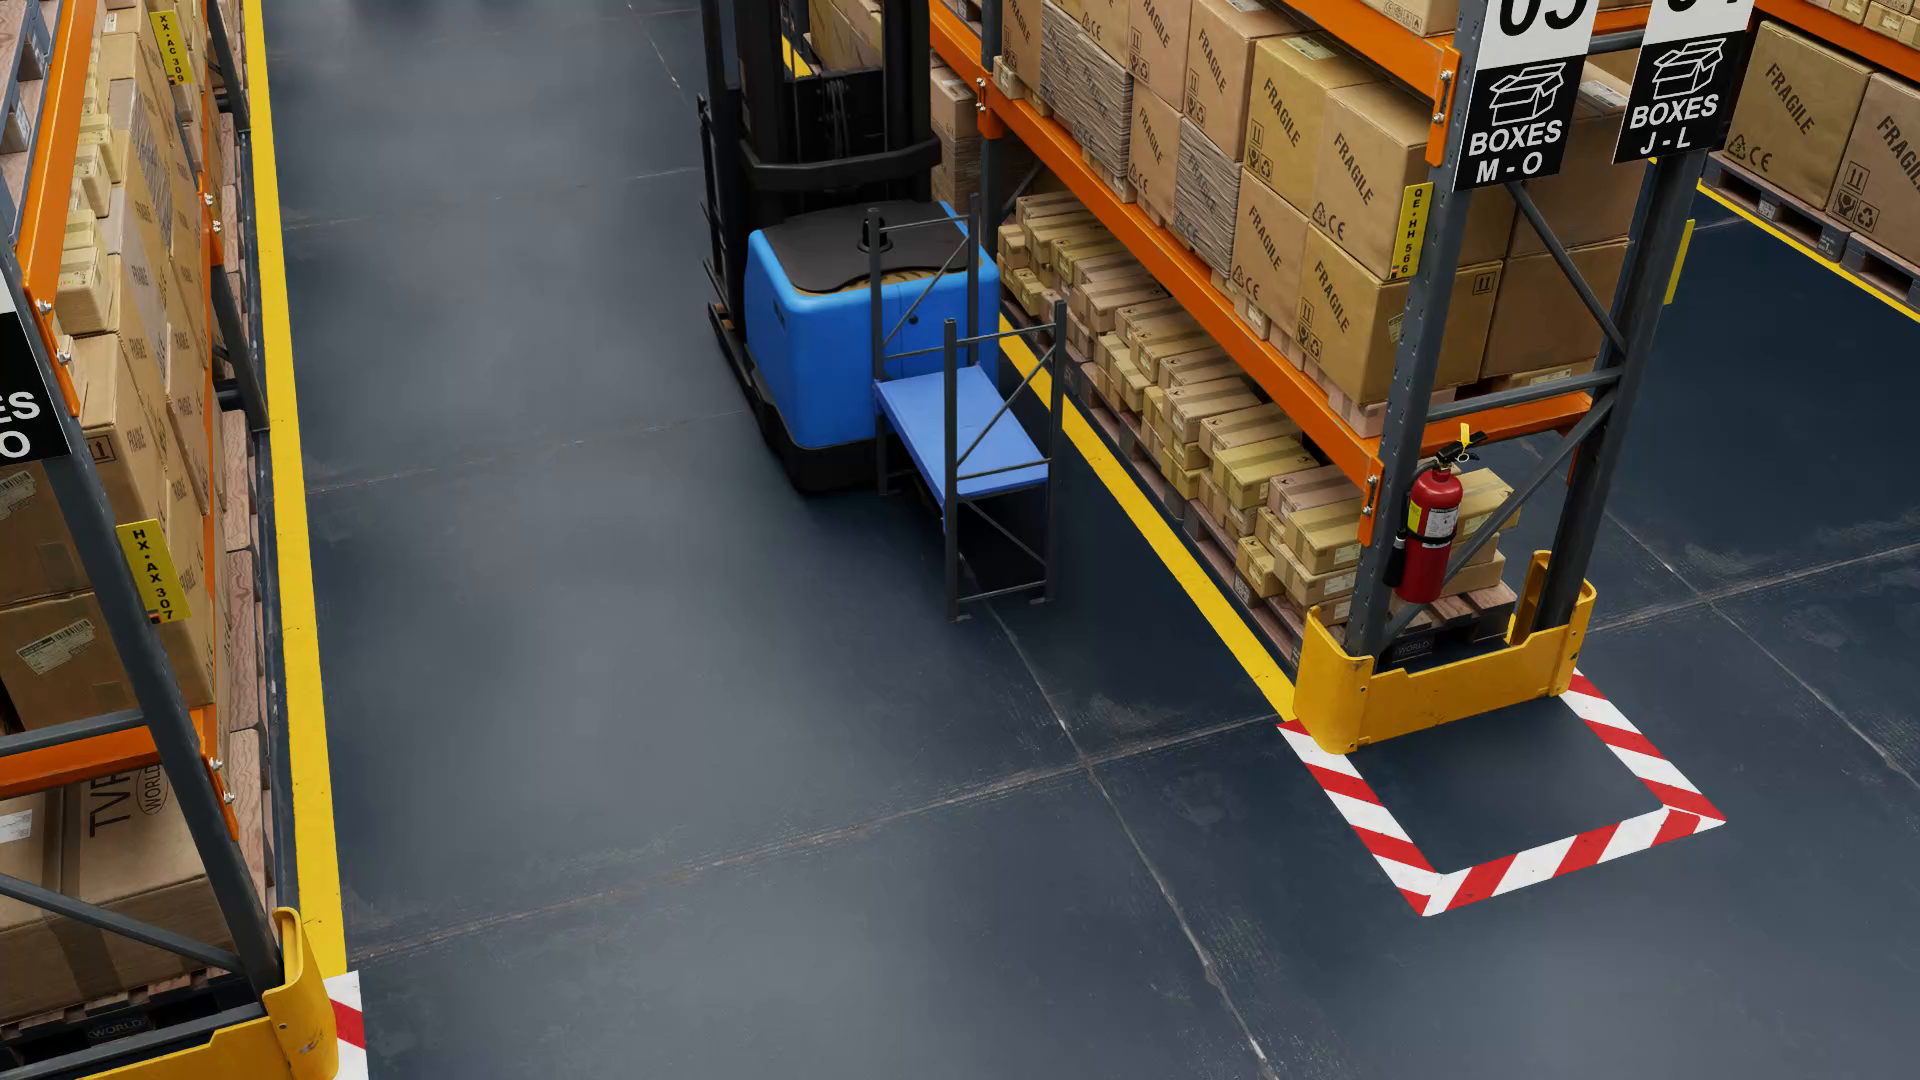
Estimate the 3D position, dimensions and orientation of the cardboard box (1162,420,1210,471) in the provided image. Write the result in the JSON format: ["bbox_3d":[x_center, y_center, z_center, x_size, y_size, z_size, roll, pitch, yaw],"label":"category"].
[{"bbox_3d":[1.159,-0.477,7.663,0.380,0.149,0.250,-12,39,-15],"label":"cardboard box"}]

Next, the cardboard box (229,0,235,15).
[{"bbox_3d":[-6.089,-4.228,12.705,0.950,0.372,0.625,-11,38,-14],"label":"cardboard box"}]

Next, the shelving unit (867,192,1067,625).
[{"bbox_3d":[0.011,-0.576,7.268,0.538,1.500,1.048,-12,39,-15],"label":"shelving unit"}]

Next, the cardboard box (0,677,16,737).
[{"bbox_3d":[-3.048,0.317,4.752,0.500,0.500,0.500,-12,39,-16],"label":"cardboard box"}]

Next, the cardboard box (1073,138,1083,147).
[{"bbox_3d":[0.781,-2.013,8.139,0.380,0.149,0.250,-14,39,-18],"label":"cardboard box"}]

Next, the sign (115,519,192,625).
[{"bbox_3d":[-2.110,0.086,4.357,0.100,0.325,0.005,-12,39,-16],"label":"sign"}]

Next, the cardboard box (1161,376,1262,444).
[{"bbox_3d":[1.144,-0.594,7.571,0.380,0.149,0.250,-11,38,-14],"label":"cardboard box"}]

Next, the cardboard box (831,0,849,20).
[{"bbox_3d":[-0.589,-3.769,11.366,0.500,0.250,0.500,-13,39,-16],"label":"cardboard box"}]

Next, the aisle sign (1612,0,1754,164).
[{"bbox_3d":[2.286,-1.566,5.175,0.394,0.787,0.004,-12,39,-16],"label":"aisle sign"}]

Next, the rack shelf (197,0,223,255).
[{"bbox_3d":[-4.698,-2.527,9.210,1.077,0.370,4.000,-12,39,-16],"label":"rack shelf"}]

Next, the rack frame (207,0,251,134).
[{"bbox_3d":[-5.386,-3.944,10.493,1.000,3.000,0.127,-12,39,-16],"label":"rack frame"}]

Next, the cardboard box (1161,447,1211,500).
[{"bbox_3d":[1.165,-0.349,7.741,0.380,0.149,0.250,-14,39,-18],"label":"cardboard box"}]

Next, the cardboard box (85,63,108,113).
[{"bbox_3d":[-3.225,-1.540,5.848,0.380,0.149,0.250,-13,39,-17],"label":"cardboard box"}]

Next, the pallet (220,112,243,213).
[{"bbox_3d":[-5.186,-2.369,10.720,1.003,0.211,1.213,-12,39,-16],"label":"pallet"}]

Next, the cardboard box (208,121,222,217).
[{"bbox_3d":[-4.924,-2.351,9.795,0.875,0.875,0.875,-12,39,-15],"label":"cardboard box"}]

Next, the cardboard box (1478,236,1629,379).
[{"bbox_3d":[2.084,-0.976,6.223,0.500,0.500,0.500,-11,38,-14],"label":"cardboard box"}]

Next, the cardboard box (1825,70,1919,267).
[{"bbox_3d":[5.756,-2.158,9.538,0.875,0.875,0.875,-12,39,-16],"label":"cardboard box"}]

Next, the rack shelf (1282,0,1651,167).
[{"bbox_3d":[1.291,-2.547,6.744,1.077,0.370,4.000,-12,39,-16],"label":"rack shelf"}]

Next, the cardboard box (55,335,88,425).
[{"bbox_3d":[-2.496,-0.381,4.310,0.380,0.149,0.250,-12,39,-15],"label":"cardboard box"}]

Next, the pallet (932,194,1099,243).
[{"bbox_3d":[0.334,-2.092,10.352,1.003,0.211,1.213,-12,39,-16],"label":"pallet"}]

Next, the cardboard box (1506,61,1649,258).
[{"bbox_3d":[2.074,-1.374,5.919,0.500,0.500,0.500,-13,39,-16],"label":"cardboard box"}]

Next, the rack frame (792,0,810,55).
[{"bbox_3d":[-0.774,-5.026,11.930,1.000,3.000,0.127,-12,39,-16],"label":"rack frame"}]

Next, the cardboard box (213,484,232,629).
[{"bbox_3d":[-3.586,0.054,6.966,0.875,0.438,0.875,-14,39,-17],"label":"cardboard box"}]

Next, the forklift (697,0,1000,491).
[{"bbox_3d":[-0.764,-2.294,8.359,1.130,2.935,3.031,-12,39,-15],"label":"forklift"}]

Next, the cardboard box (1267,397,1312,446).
[{"bbox_3d":[1.665,-0.588,7.810,0.380,0.149,0.250,-14,39,-18],"label":"cardboard box"}]

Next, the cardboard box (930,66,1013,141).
[{"bbox_3d":[0.109,-2.604,9.819,0.500,0.250,0.500,-13,39,-17],"label":"cardboard box"}]

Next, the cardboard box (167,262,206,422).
[{"bbox_3d":[-3.075,-0.646,6.031,0.500,0.500,0.500,-11,38,-14],"label":"cardboard box"}]

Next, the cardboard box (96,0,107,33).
[{"bbox_3d":[-3.616,-2.103,6.596,0.380,0.149,0.250,-12,38,-15],"label":"cardboard box"}]

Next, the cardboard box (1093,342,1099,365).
[{"bbox_3d":[0.912,-0.966,8.559,0.380,0.149,0.250,-14,39,-18],"label":"cardboard box"}]

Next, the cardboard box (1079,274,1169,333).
[{"bbox_3d":[0.821,-1.192,8.365,0.380,0.149,0.250,-12,39,-15],"label":"cardboard box"}]

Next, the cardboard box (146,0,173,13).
[{"bbox_3d":[-3.891,-2.432,7.571,0.500,0.500,0.500,-12,39,-15],"label":"cardboard box"}]

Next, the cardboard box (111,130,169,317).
[{"bbox_3d":[-3.073,-1.056,5.744,0.500,0.500,0.500,-12,39,-16],"label":"cardboard box"}]

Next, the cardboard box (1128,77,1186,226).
[{"bbox_3d":[1.065,-1.726,7.219,0.500,0.500,0.500,-11,38,-14],"label":"cardboard box"}]

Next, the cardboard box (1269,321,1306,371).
[{"bbox_3d":[1.451,-0.819,6.553,0.380,0.149,0.250,-13,39,-16],"label":"cardboard box"}]

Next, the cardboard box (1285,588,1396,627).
[{"bbox_3d":[1.603,0.210,6.999,0.380,0.149,0.250,-12,39,-15],"label":"cardboard box"}]

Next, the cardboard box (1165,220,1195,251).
[{"bbox_3d":[1.135,-1.425,7.357,0.380,0.149,0.250,-12,39,-15],"label":"cardboard box"}]

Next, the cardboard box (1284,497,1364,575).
[{"bbox_3d":[1.559,-0.020,6.810,0.380,0.149,0.250,-12,39,-15],"label":"cardboard box"}]

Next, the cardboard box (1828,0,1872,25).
[{"bbox_3d":[5.266,-3.103,9.585,0.380,0.149,0.250,-11,38,-14],"label":"cardboard box"}]

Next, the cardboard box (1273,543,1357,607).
[{"bbox_3d":[1.530,0.106,6.889,0.380,0.149,0.250,-13,39,-17],"label":"cardboard box"}]

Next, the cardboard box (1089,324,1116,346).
[{"bbox_3d":[0.879,-1.075,8.458,0.380,0.149,0.250,-11,38,-14],"label":"cardboard box"}]

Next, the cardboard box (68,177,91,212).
[{"bbox_3d":[-2.882,-0.967,5.088,0.380,0.149,0.250,-12,39,-16],"label":"cardboard box"}]

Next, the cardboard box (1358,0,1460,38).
[{"bbox_3d":[1.575,-1.847,5.341,0.500,0.250,0.500,-13,39,-17],"label":"cardboard box"}]

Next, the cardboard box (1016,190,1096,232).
[{"bbox_3d":[0.527,-1.796,9.167,0.380,0.149,0.250,-11,38,-14],"label":"cardboard box"}]

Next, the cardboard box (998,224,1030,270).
[{"bbox_3d":[0.427,-1.643,9.212,0.380,0.149,0.250,-11,38,-14],"label":"cardboard box"}]

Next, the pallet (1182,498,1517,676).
[{"bbox_3d":[1.707,0.098,7.445,1.003,0.211,1.213,-12,39,-16],"label":"pallet"}]

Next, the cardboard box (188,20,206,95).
[{"bbox_3d":[-4.254,-2.513,8.717,0.500,0.250,0.500,-13,39,-16],"label":"cardboard box"}]

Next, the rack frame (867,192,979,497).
[{"bbox_3d":[-0.157,-0.865,7.652,0.500,1.500,0.032,-12,39,-15],"label":"rack frame"}]

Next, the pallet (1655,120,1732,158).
[{"bbox_3d":[4.958,-3.043,11.614,1.003,0.211,1.213,-12,39,-16],"label":"pallet"}]

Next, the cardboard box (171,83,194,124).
[{"bbox_3d":[-3.897,-2.131,7.795,0.500,0.250,0.500,-14,39,-17],"label":"cardboard box"}]

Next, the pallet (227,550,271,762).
[{"bbox_3d":[-3.398,0.565,6.824,1.003,0.211,1.213,-12,39,-16],"label":"pallet"}]

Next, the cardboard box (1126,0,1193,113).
[{"bbox_3d":[1.042,-2.148,6.948,0.500,0.500,0.500,-14,39,-18],"label":"cardboard box"}]

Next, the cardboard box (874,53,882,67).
[{"bbox_3d":[-0.237,-2.882,10.812,0.500,0.500,0.500,-13,39,-17],"label":"cardboard box"}]

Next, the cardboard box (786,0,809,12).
[{"bbox_3d":[-0.899,-4.658,12.962,1.050,0.750,0.750,-13,39,-17],"label":"cardboard box"}]

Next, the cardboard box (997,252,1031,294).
[{"bbox_3d":[0.427,-1.523,9.300,0.380,0.149,0.250,-14,39,-18],"label":"cardboard box"}]
